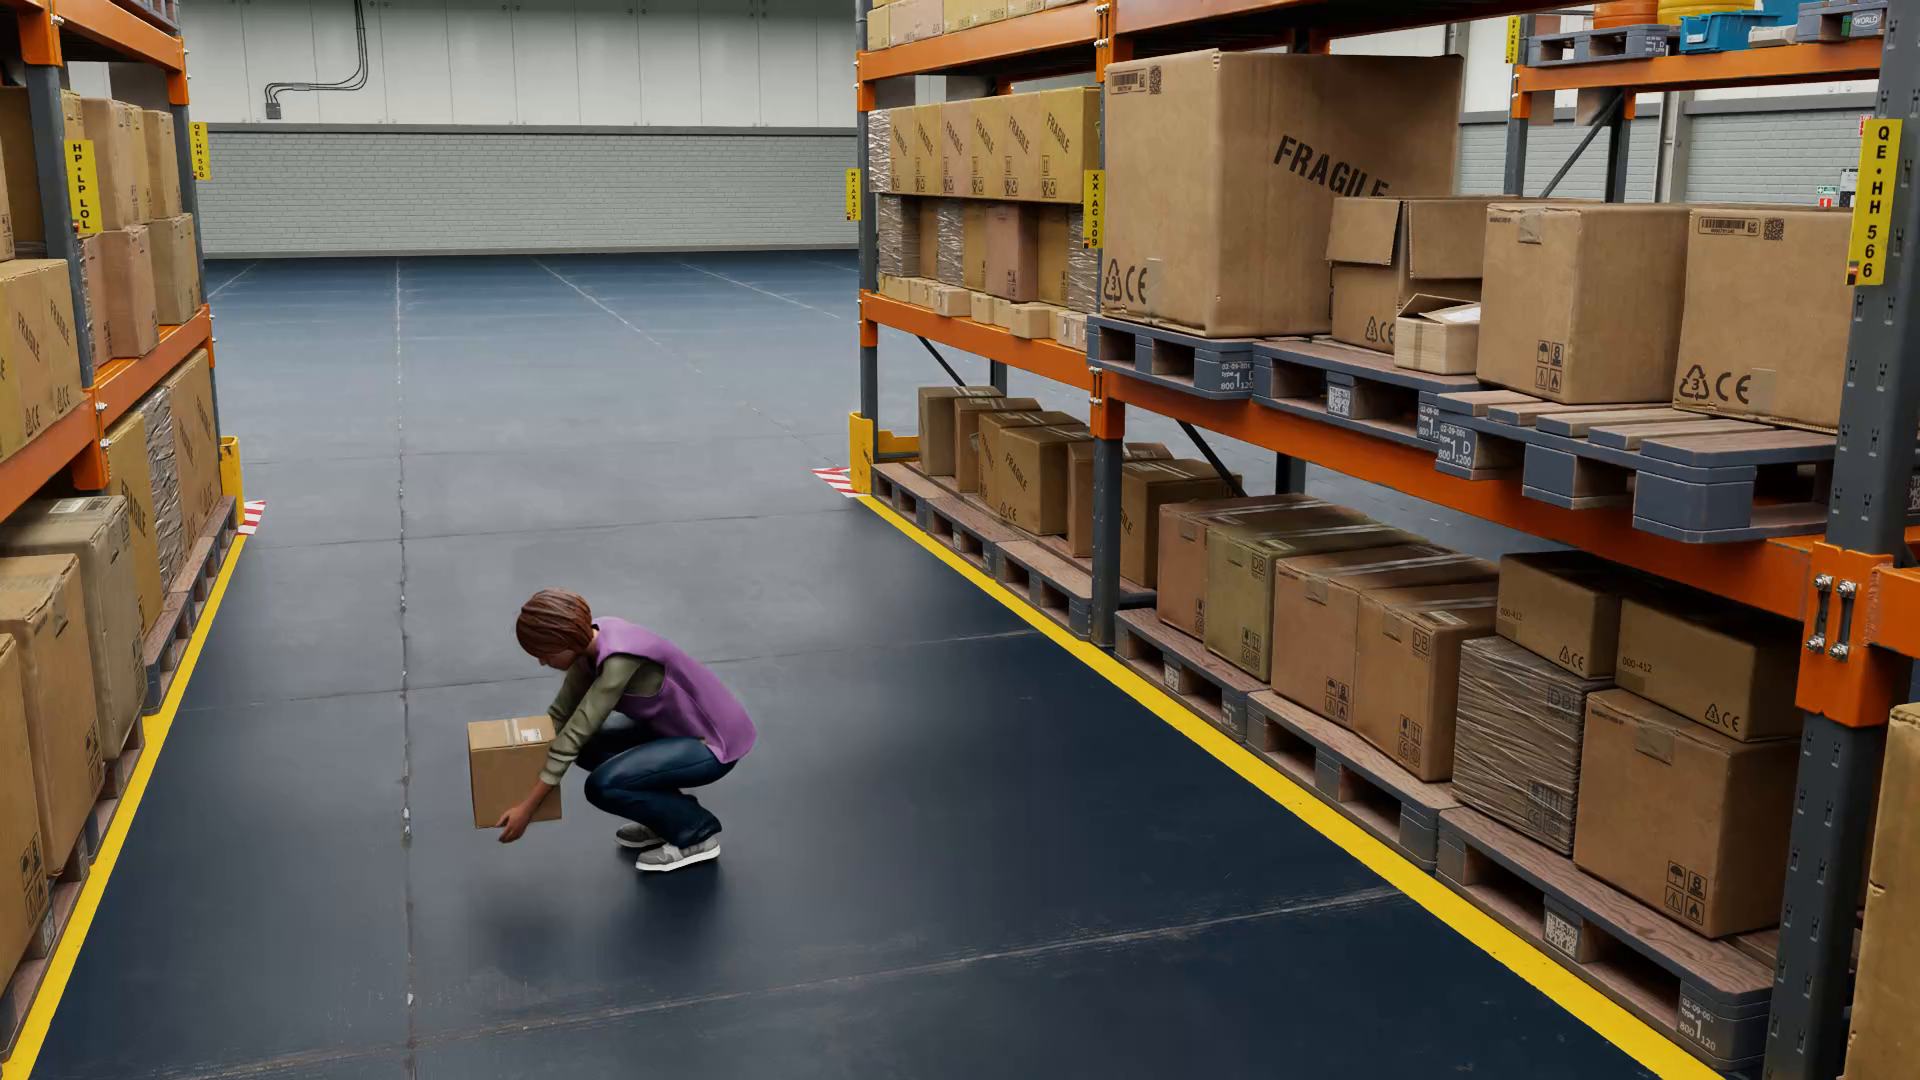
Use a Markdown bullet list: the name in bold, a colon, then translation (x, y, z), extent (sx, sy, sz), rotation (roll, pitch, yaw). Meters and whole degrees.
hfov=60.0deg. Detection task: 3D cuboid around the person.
- **person**: translation (-1.033, 0.562, 5.117), extent (0.809, 0.896, 0.447), rotation (-4, 13, -18)
